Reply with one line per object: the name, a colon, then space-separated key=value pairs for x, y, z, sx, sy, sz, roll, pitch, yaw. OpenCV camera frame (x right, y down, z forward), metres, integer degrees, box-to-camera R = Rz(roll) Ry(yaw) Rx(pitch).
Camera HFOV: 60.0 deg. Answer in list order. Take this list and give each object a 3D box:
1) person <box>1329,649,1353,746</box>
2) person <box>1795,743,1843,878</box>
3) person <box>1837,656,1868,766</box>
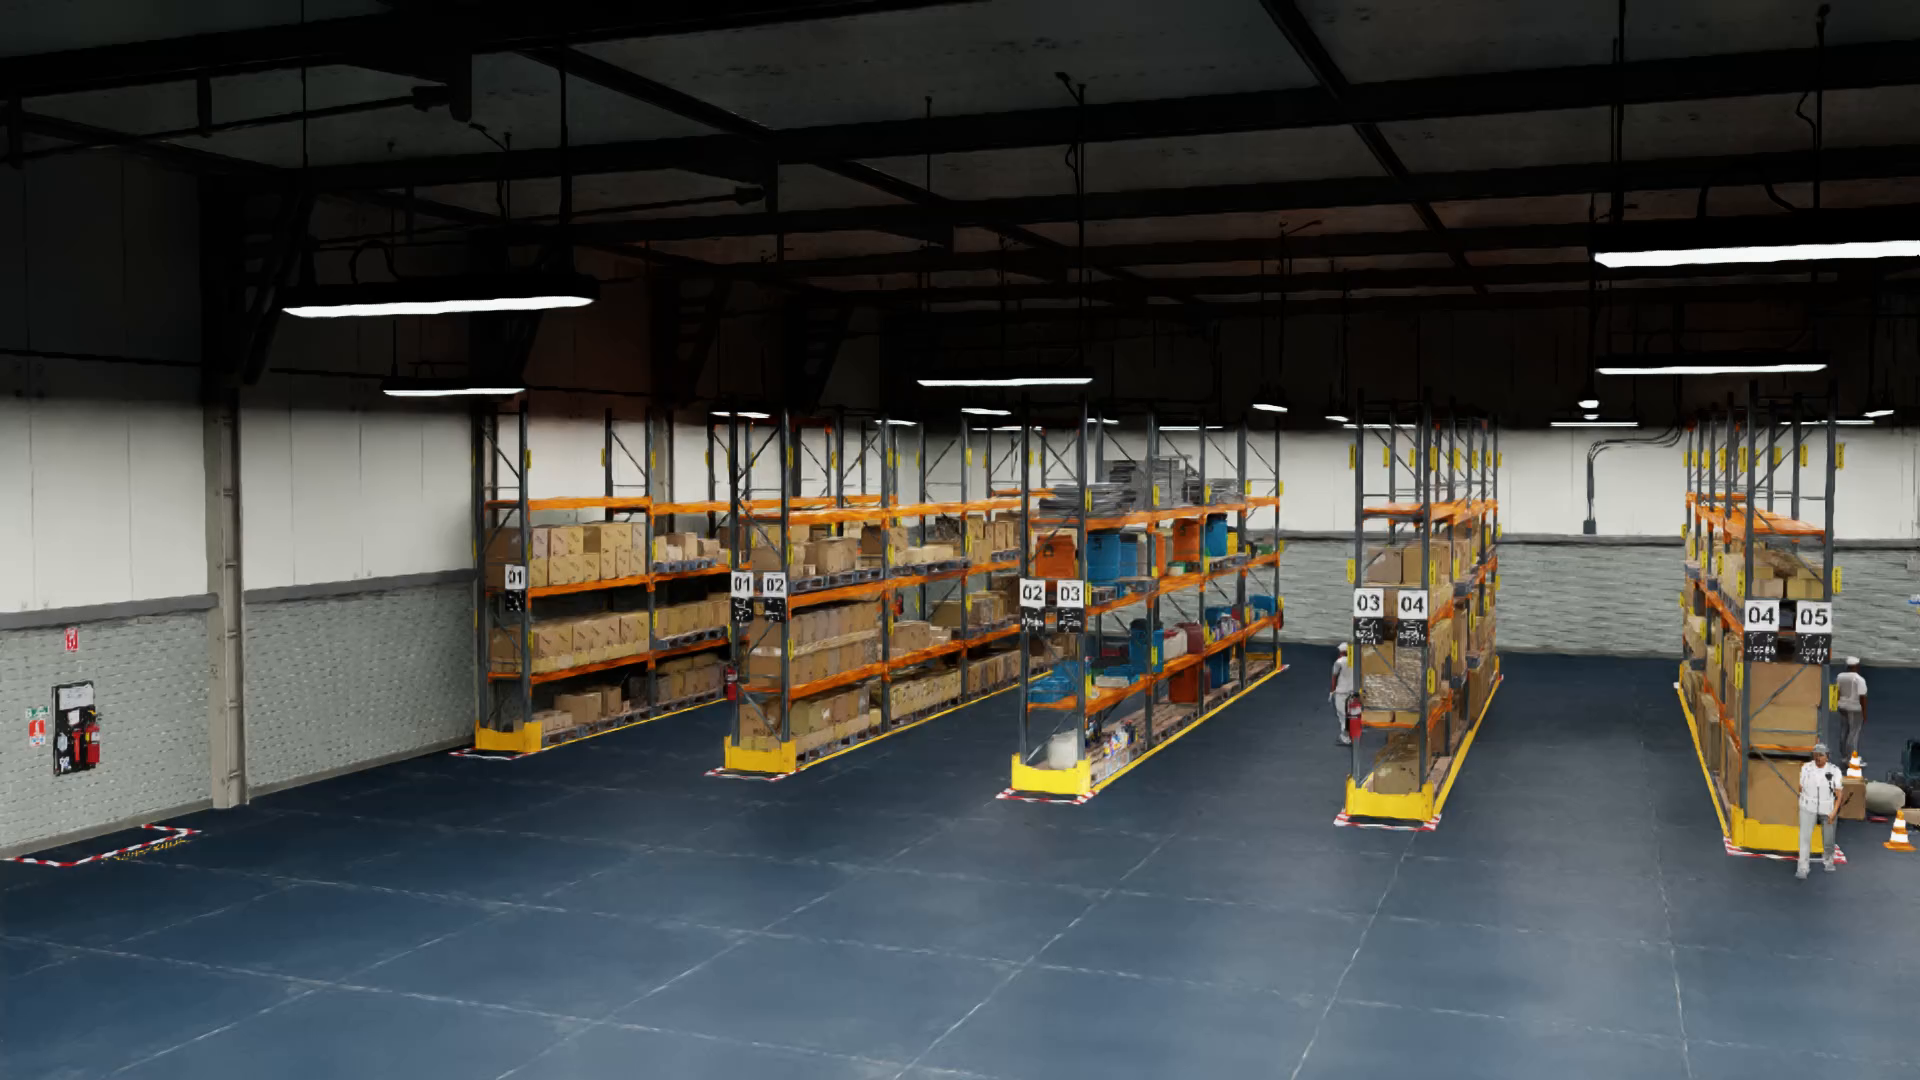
person: x=6.701 y=2.699 z=29.156 sx=0.653 sy=1.740 sz=0.562 roll=-2 pitch=4 yaw=-39
person: x=10.294 y=3.220 z=19.896 sx=0.477 sy=1.597 sz=0.994 roll=2 pitch=3 yaw=30
person: x=14.628 y=2.777 z=27.200 sx=0.447 sy=1.771 sz=0.632 roll=-1 pitch=3 yaw=-11
